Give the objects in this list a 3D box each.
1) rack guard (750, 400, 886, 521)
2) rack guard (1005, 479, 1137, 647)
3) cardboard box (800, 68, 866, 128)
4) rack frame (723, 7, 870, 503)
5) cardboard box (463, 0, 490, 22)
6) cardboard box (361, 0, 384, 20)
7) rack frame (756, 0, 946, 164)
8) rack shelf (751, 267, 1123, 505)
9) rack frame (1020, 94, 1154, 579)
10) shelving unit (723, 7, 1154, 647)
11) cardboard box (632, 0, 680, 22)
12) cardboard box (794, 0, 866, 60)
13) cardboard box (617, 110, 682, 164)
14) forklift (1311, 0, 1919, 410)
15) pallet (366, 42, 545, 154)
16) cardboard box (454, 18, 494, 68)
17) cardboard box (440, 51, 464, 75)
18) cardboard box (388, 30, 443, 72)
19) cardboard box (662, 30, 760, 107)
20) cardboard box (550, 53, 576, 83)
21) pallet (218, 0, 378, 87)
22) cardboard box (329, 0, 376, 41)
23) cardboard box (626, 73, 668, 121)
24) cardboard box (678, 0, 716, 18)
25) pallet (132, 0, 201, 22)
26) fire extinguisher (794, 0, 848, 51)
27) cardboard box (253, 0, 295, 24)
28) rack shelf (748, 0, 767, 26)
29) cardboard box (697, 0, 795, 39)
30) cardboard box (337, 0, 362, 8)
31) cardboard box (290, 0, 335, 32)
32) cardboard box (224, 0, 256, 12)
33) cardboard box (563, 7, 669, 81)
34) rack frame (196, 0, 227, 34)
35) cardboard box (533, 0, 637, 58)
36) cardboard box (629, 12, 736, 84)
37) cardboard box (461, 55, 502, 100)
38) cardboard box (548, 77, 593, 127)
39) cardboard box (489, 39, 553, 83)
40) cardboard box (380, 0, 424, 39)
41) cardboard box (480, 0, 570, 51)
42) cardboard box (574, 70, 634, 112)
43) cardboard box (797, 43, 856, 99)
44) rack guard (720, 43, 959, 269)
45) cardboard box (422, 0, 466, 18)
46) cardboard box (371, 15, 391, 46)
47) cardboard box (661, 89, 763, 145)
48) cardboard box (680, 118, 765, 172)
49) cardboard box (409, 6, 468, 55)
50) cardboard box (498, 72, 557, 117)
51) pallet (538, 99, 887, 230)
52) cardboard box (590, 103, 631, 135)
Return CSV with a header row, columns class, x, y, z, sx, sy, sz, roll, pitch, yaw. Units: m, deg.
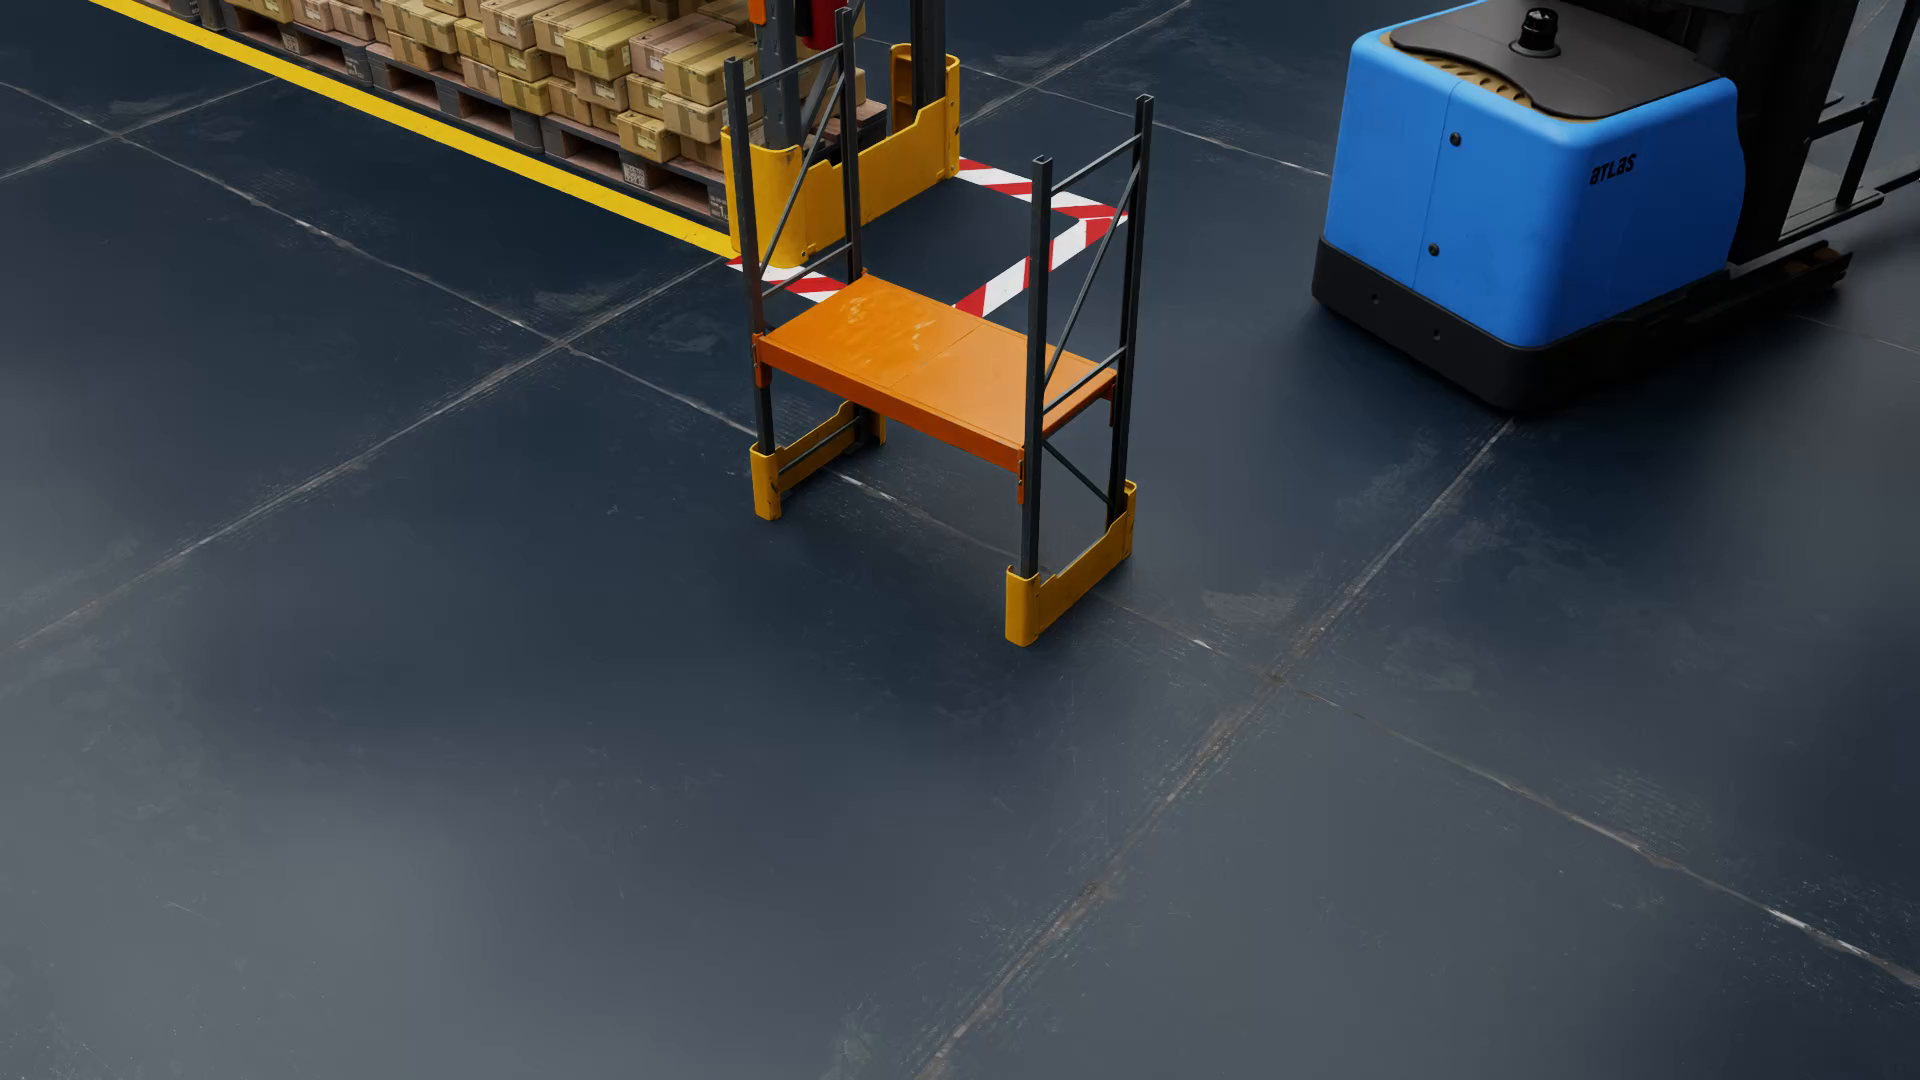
class,x,y,z,sx,sy,sz,roll,pitch,yaw
rack guard,-0.456,-0.313,5.448,0.087,0.250,0.587,25,45,29
rack guard,0.335,0.060,4.971,0.087,0.250,0.587,25,45,29
cardboard box,-0.629,-1.964,7.297,0.250,0.149,0.380,26,45,29
rack frame,-0.472,-0.813,5.072,0.032,1.500,0.500,25,45,29
cardboard box,-1.986,-2.431,7.411,0.250,0.149,0.380,24,44,27
cardboard box,-2.603,-2.592,7.858,0.250,0.149,0.380,27,46,30
rack frame,-0.407,-2.568,6.097,0.127,3.000,1.000,25,45,29
rack shelf,-0.068,-0.481,4.939,1.000,0.185,0.538,25,45,29
rack frame,0.336,-0.432,4.585,0.032,1.500,0.500,25,45,29
shelving unit,-0.061,-0.619,4.824,1.083,1.500,0.587,25,45,29
cardboard box,-1.279,-2.461,7.450,0.250,0.149,0.380,23,44,27
cardboard box,-0.617,-2.208,7.126,0.250,0.149,0.380,23,44,27
cardboard box,-1.218,-1.752,7.027,0.250,0.149,0.380,27,45,30
forklift,2.847,-2.306,5.818,3.031,2.935,1.130,-22,43,-26
pallet,-2.056,-2.277,7.987,1.213,0.211,1.003,25,45,29
cardboard box,-2.025,-2.272,7.450,0.250,0.149,0.380,28,46,31
cardboard box,-2.180,-2.288,7.711,0.250,0.149,0.380,27,45,30
cardboard box,-2.435,-2.349,7.789,0.250,0.149,0.380,24,44,27
cardboard box,-0.982,-1.919,6.757,0.250,0.149,0.380,26,45,29
cardboard box,-1.565,-2.131,7.269,0.250,0.149,0.380,25,44,28
pallet,-3.029,-2.734,8.571,1.213,0.211,1.003,25,45,29
cardboard box,-2.818,-2.577,8.080,0.250,0.149,0.380,24,44,28
cardboard box,-1.175,-1.910,6.987,0.250,0.149,0.380,24,44,28
cardboard box,-1.031,-2.409,7.383,0.250,0.149,0.380,25,45,28
pallet,-4.204,-3.259,9.241,1.213,0.211,1.003,25,45,29
fire extinguisher,-0.487,-2.070,5.826,0.183,0.674,0.296,25,45,29
cardboard box,-3.279,-2.715,8.257,0.250,0.149,0.380,27,45,30
rack shelf,-1.996,-3.034,7.275,4.000,0.370,1.077,25,45,29
cardboard box,-0.909,-2.252,7.182,0.250,0.149,0.380,26,45,29
cardboard box,-2.807,-2.707,8.004,0.250,0.149,0.380,23,44,26
cardboard box,-3.050,-2.648,8.171,0.250,0.149,0.380,25,44,28
cardboard box,-3.490,-2.815,8.384,0.250,0.149,0.380,23,44,27
cardboard box,-1.429,-2.076,6.958,0.250,0.149,0.380,24,44,28
rack frame,-3.584,-4.066,8.010,0.127,3.000,1.000,25,45,29
cardboard box,-1.596,-2.204,7.121,0.250,0.149,0.380,23,44,27
cardboard box,-1.146,-2.041,6.913,0.250,0.149,0.380,26,45,29
cardboard box,-2.025,-2.157,7.543,0.250,0.149,0.380,26,45,29
cardboard box,-1.579,-1.980,7.317,0.250,0.149,0.380,26,45,29
cardboard box,-1.833,-2.167,7.315,0.250,0.149,0.380,26,45,29
cardboard box,-2.441,-2.466,7.698,0.250,0.149,0.380,25,44,28
cardboard box,-1.844,-2.278,7.215,0.250,0.149,0.380,27,45,30
cardboard box,-1.414,-1.980,7.076,0.250,0.149,0.380,23,44,27
cardboard box,-0.667,-2.050,7.166,0.250,0.149,0.380,27,46,30
rack guard,-0.467,-1.612,6.904,0.348,0.500,1.175,25,45,29
cardboard box,-2.211,-2.515,7.518,0.250,0.149,0.380,25,45,29
cardboard box,-2.583,-2.494,7.974,0.250,0.149,0.380,23,44,27
cardboard box,-1.000,-1.786,6.828,0.250,0.149,0.380,24,44,27
cardboard box,-0.952,-1.706,6.967,0.250,0.149,0.380,26,45,29
cardboard box,-2.261,-2.362,7.564,0.250,0.149,0.380,26,45,29
cardboard box,-1.820,-2.045,7.400,0.250,0.149,0.380,23,44,27
pallet,-1.091,-1.820,7.403,1.213,0.211,1.003,25,45,29
cardboard box,-1.375,-1.894,7.207,0.250,0.149,0.380,25,44,28
